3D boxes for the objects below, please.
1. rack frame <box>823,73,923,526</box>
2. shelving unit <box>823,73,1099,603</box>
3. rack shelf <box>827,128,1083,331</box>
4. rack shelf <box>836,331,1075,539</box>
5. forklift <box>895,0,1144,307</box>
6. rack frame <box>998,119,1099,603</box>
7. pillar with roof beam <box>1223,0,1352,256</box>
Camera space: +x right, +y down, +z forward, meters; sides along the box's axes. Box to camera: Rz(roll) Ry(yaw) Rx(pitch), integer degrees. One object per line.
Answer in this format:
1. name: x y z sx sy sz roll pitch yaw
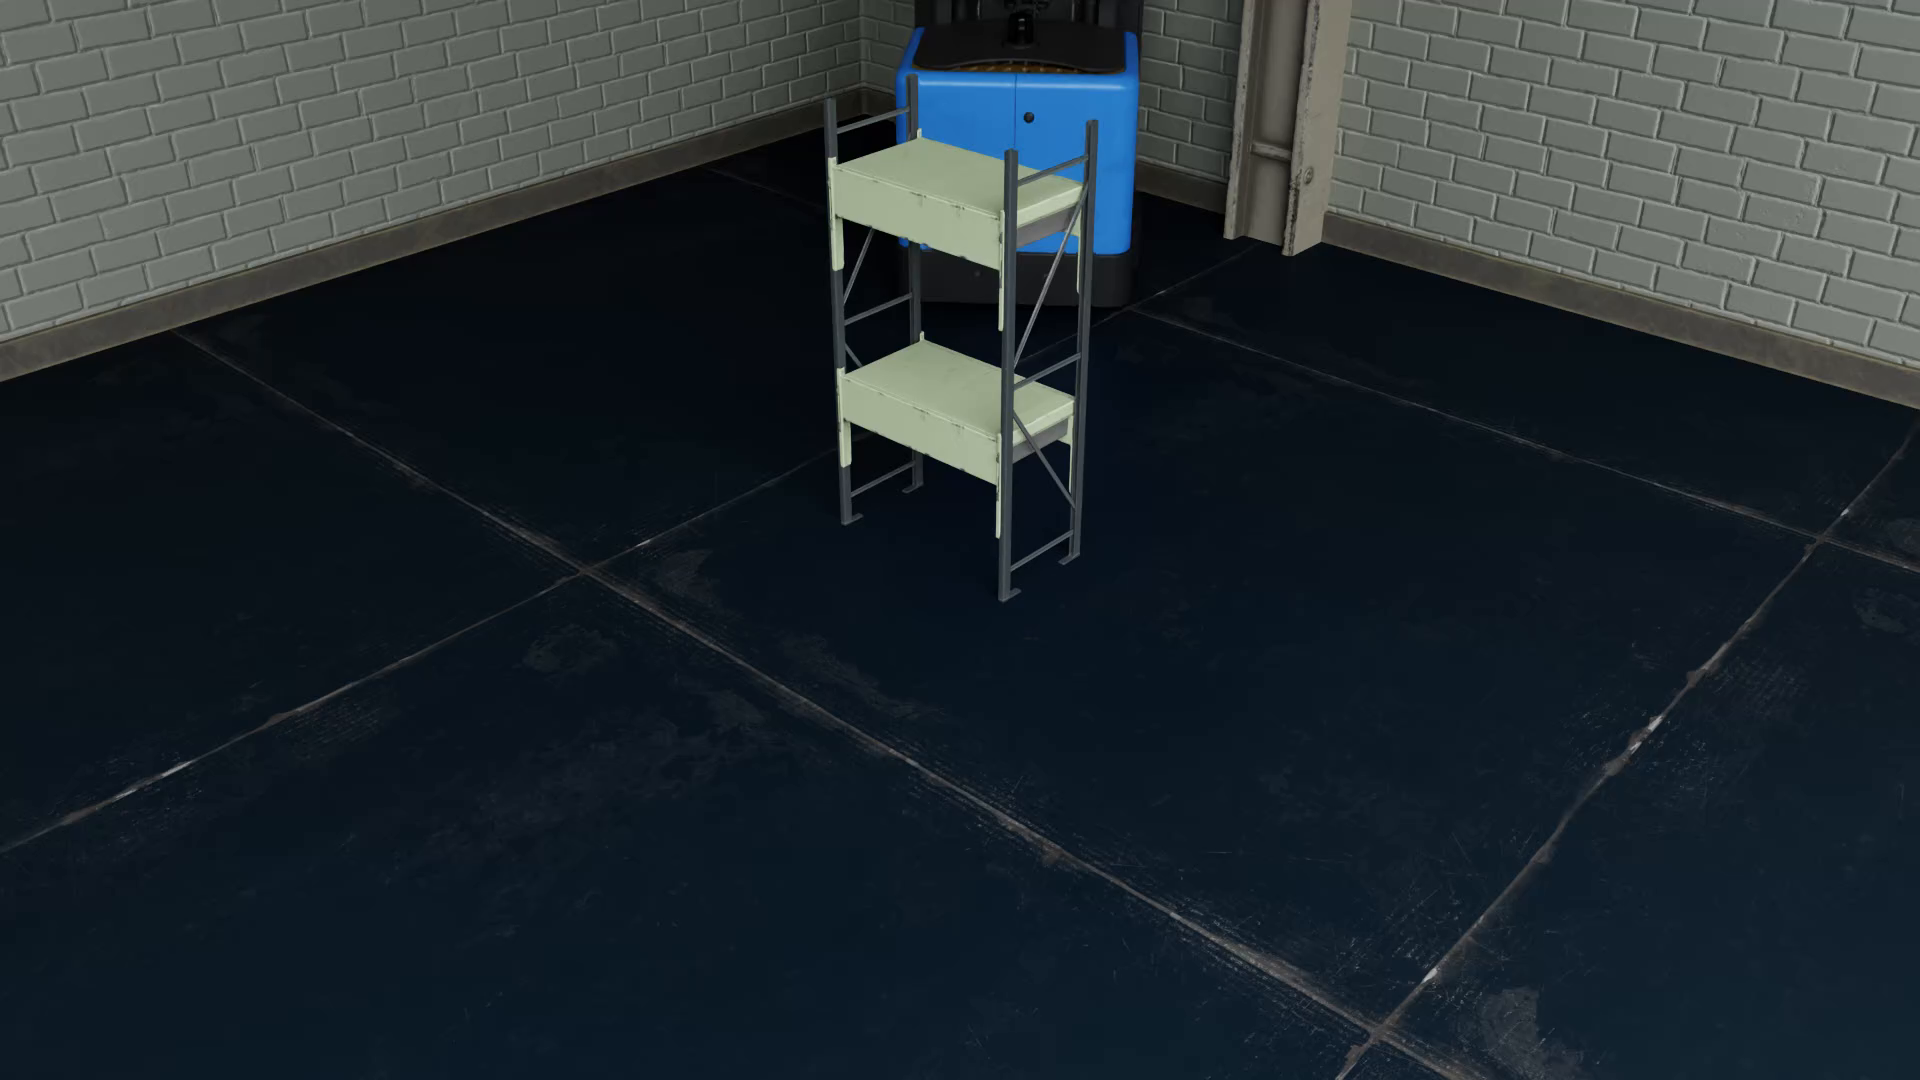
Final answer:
1. rack frame: -0.276 -0.772 5.577 0.023 1.500 0.400 25 39 35
2. shelving unit: -0.005 -0.645 5.367 0.755 1.500 0.431 25 39 35
3. rack shelf: -0.005 -0.979 5.166 0.720 0.370 0.431 25 39 35
4. rack shelf: -0.005 -0.366 5.535 0.720 0.370 0.431 25 39 35
5. forklift: 0.347 -3.012 7.911 1.130 2.935 3.031 2 31 4
6. rack frame: 0.266 -0.518 5.157 0.023 1.500 0.400 25 39 35
7. pillar with roof beam: -1.338 -3.703 3.176 0.400 9.000 9.100 25 39 35
